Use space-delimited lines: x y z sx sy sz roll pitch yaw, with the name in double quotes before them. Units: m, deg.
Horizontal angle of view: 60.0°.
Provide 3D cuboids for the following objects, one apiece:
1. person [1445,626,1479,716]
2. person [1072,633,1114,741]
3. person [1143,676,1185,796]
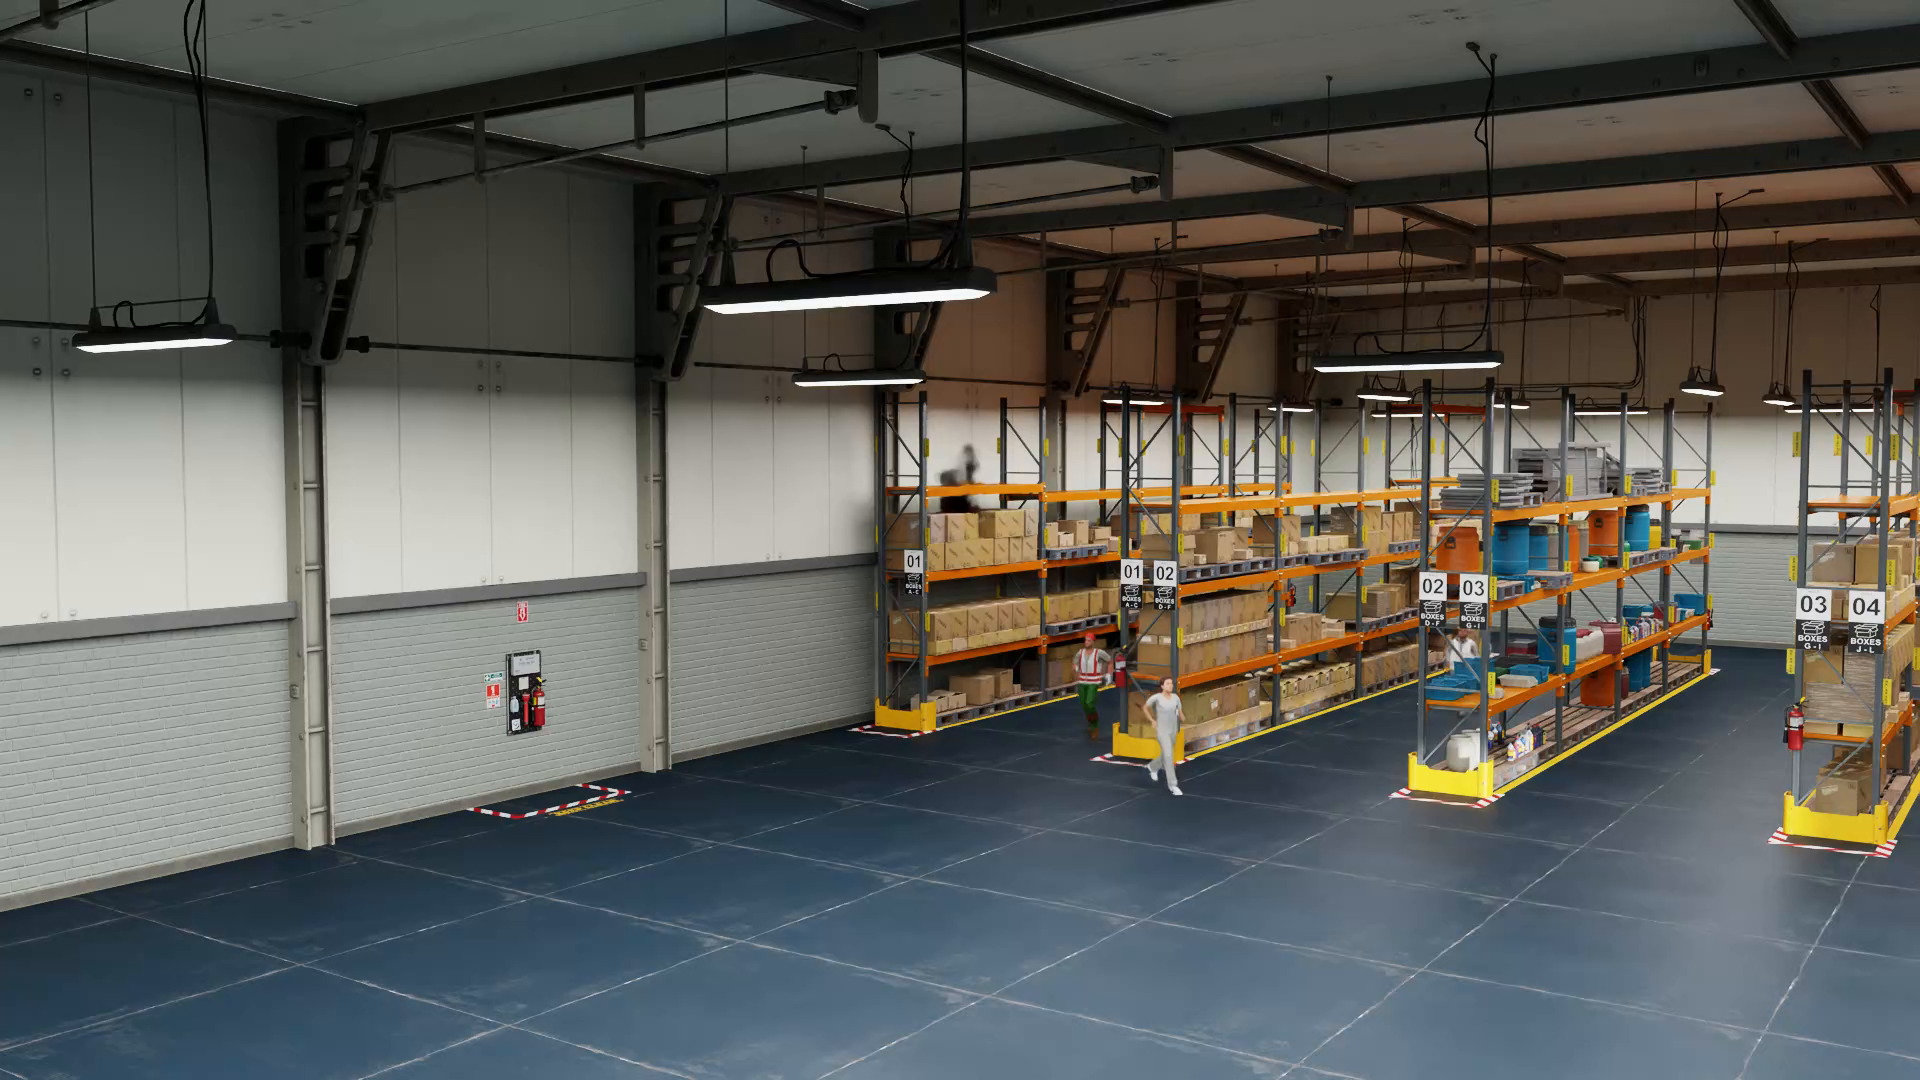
"person" 9.308 2.413 30.919 0.644 1.730 0.589 1 4 25
"person" 2.217 2.496 28.437 0.645 1.820 0.735 2 4 32
"person" 2.994 2.861 24.246 0.567 1.584 0.955 -2 4 -26
